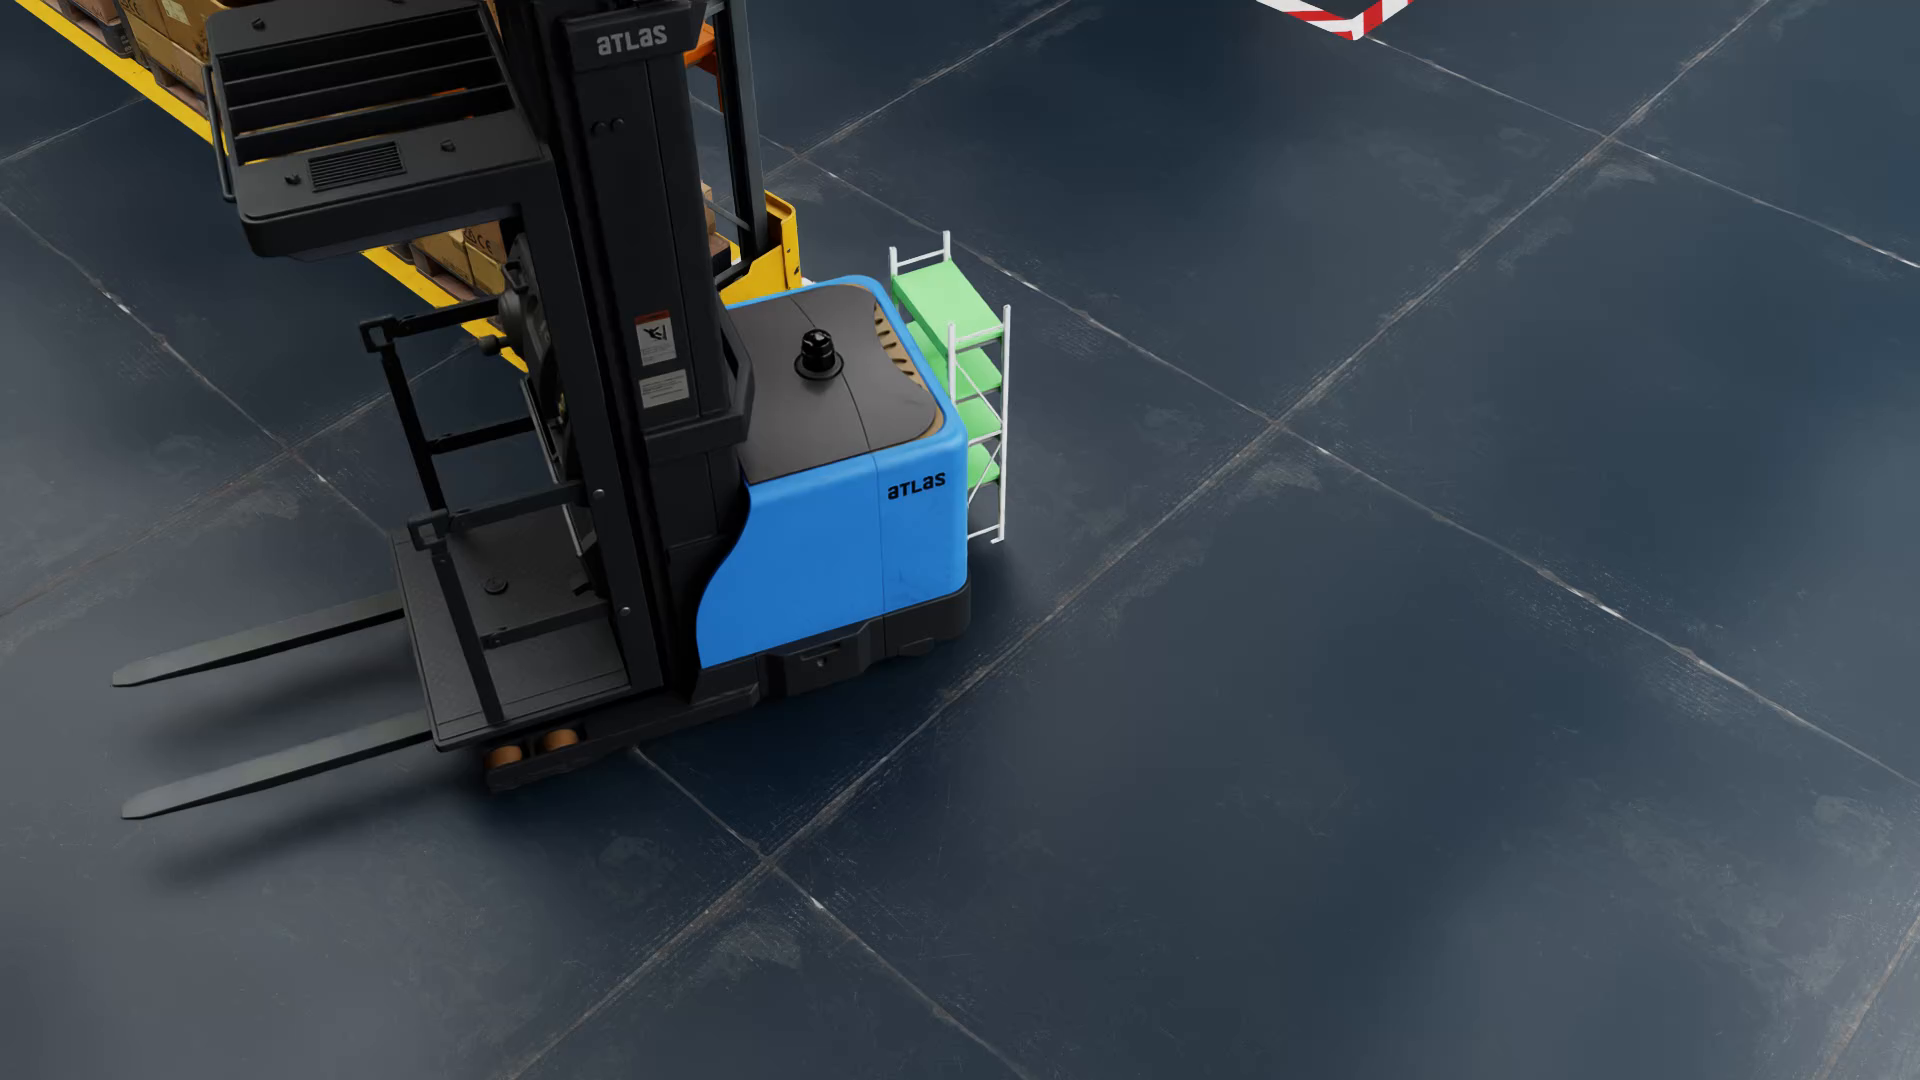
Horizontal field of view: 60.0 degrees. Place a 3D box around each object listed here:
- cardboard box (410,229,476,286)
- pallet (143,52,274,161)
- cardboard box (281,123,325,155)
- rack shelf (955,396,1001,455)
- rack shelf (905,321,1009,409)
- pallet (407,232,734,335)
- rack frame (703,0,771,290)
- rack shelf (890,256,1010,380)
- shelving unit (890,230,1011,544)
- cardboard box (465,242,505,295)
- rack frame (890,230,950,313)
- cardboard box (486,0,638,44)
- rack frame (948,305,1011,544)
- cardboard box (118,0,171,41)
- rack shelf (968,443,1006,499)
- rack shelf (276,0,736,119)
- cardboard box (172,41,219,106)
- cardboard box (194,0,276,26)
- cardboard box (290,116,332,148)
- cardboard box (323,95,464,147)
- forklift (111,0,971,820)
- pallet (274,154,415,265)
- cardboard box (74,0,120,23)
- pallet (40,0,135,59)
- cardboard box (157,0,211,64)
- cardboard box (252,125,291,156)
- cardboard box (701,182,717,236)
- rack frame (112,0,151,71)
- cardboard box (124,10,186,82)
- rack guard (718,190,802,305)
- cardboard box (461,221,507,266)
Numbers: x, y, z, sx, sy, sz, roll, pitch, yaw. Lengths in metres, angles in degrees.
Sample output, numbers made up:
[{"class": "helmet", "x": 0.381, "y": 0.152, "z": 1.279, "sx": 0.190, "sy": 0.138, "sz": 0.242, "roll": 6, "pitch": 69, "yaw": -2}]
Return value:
[{"class": "cardboard box", "x": -2.220, "y": -1.490, "z": 7.690, "sx": 0.500, "sy": 0.250, "sz": 0.500, "roll": 34, "pitch": 55, "yaw": 28}, {"class": "pallet", "x": -3.633, "y": -2.548, "z": 8.997, "sx": 1.213, "sy": 0.211, "sz": 1.003, "roll": 34, "pitch": 55, "yaw": 28}, {"class": "cardboard box", "x": -2.955, "y": -1.985, "z": 8.154, "sx": 0.500, "sy": 0.250, "sz": 0.500, "roll": 34, "pitch": 55, "yaw": 28}, {"class": "rack shelf", "x": -0.040, "y": -0.495, "z": 6.479, "sx": 0.258, "sy": 0.148, "sz": 0.480, "roll": -20, "pitch": 50, "yaw": -18}, {"class": "rack shelf", "x": -0.040, "y": -0.659, "z": 6.304, "sx": 0.258, "sy": 0.148, "sz": 0.480, "roll": -20, "pitch": 50, "yaw": -18}, {"class": "pallet", "x": -1.840, "y": -1.341, "z": 7.864, "sx": 1.213, "sy": 0.211, "sz": 1.003, "roll": 34, "pitch": 55, "yaw": 28}, {"class": "rack frame", "x": -1.250, "y": -1.940, "z": 6.514, "sx": 0.127, "sy": 3.000, "sz": 1.000, "roll": 34, "pitch": 55, "yaw": 28}, {"class": "rack shelf", "x": -0.040, "y": -0.823, "z": 6.129, "sx": 0.258, "sy": 0.148, "sz": 0.480, "roll": -20, "pitch": 50, "yaw": -18}, {"class": "shelving unit", "x": -0.040, "y": -0.539, "z": 6.433, "sx": 0.258, "sy": 1.200, "sz": 0.503, "roll": -20, "pitch": 50, "yaw": -18}, {"class": "cardboard box", "x": -1.845, "y": -1.249, "z": 7.464, "sx": 0.500, "sy": 0.250, "sz": 0.500, "roll": 34, "pitch": 55, "yaw": 28}, {"class": "rack frame", "x": -0.148, "y": -0.698, "z": 6.582, "sx": 0.240, "sy": 1.200, "sz": 0.015, "roll": -20, "pitch": 50, "yaw": -18}, {"class": "cardboard box", "x": -1.584, "y": -2.212, "z": 6.701, "sx": 0.500, "sy": 0.500, "sz": 0.700, "roll": 34, "pitch": 55, "yaw": 28}, {"class": "rack frame", "x": 0.068, "y": -0.379, "z": 6.283, "sx": 0.240, "sy": 1.200, "sz": 0.015, "roll": -20, "pitch": 50, "yaw": -18}, {"class": "cardboard box", "x": -4.061, "y": -2.980, "z": 8.574, "sx": 0.500, "sy": 0.500, "sz": 0.500, "roll": 34, "pitch": 55, "yaw": 28}, {"class": "rack shelf", "x": -0.040, "y": -0.331, "z": 6.654, "sx": 0.258, "sy": 0.148, "sz": 0.480, "roll": -20, "pitch": 50, "yaw": -18}, {"class": "rack shelf", "x": -2.720, "y": -2.683, "z": 7.705, "sx": 4.000, "sy": 0.370, "sz": 1.077, "roll": 34, "pitch": 55, "yaw": 28}, {"class": "cardboard box", "x": -3.690, "y": -2.479, "z": 8.618, "sx": 0.500, "sy": 0.250, "sz": 0.500, "roll": 34, "pitch": 55, "yaw": 28}, {"class": "cardboard box", "x": -3.326, "y": -2.486, "z": 8.110, "sx": 0.500, "sy": 0.500, "sz": 0.500, "roll": 34, "pitch": 55, "yaw": 28}, {"class": "cardboard box", "x": -2.957, "y": -2.239, "z": 7.879, "sx": 0.500, "sy": 0.500, "sz": 0.500, "roll": 34, "pitch": 55, "yaw": 28}, {"class": "cardboard box", "x": -2.591, "y": -1.992, "z": 7.646, "sx": 0.500, "sy": 0.500, "sz": 0.500, "roll": 34, "pitch": 55, "yaw": 28}, {"class": "forklift", "x": -1.528, "y": -0.554, "z": 5.260, "sx": 3.031, "sy": 2.935, "sz": 1.130, "roll": -16, "pitch": 49, "yaw": -15}, {"class": "pallet", "x": -2.733, "y": -1.944, "z": 8.431, "sx": 1.213, "sy": 0.211, "sz": 1.003, "roll": 34, "pitch": 55, "yaw": 28}, {"class": "cardboard box", "x": -4.691, "y": -3.170, "z": 9.267, "sx": 0.500, "sy": 0.250, "sz": 0.500, "roll": 33, "pitch": 55, "yaw": 27}, {"class": "pallet", "x": -4.757, "y": -3.307, "z": 9.710, "sx": 1.213, "sy": 0.211, "sz": 1.003, "roll": 34, "pitch": 55, "yaw": 28}, {"class": "cardboard box", "x": -3.688, "y": -2.737, "z": 8.346, "sx": 0.500, "sy": 0.500, "sz": 0.500, "roll": 34, "pitch": 55, "yaw": 28}, {"class": "cardboard box", "x": -3.326, "y": -2.229, "z": 8.383, "sx": 0.500, "sy": 0.250, "sz": 0.500, "roll": 34, "pitch": 55, "yaw": 28}, {"class": "cardboard box", "x": -1.493, "y": -1.527, "z": 7.724, "sx": 0.500, "sy": 0.250, "sz": 0.500, "roll": 34, "pitch": 55, "yaw": 28}, {"class": "rack frame", "x": -4.189, "y": -3.918, "z": 8.371, "sx": 0.127, "sy": 3.000, "sz": 1.000, "roll": 34, "pitch": 55, "yaw": 28}, {"class": "cardboard box", "x": -4.054, "y": -2.729, "z": 8.852, "sx": 0.500, "sy": 0.250, "sz": 0.500, "roll": 34, "pitch": 55, "yaw": 28}, {"class": "rack guard", "x": -1.232, "y": -1.072, "z": 7.414, "sx": 0.348, "sy": 0.500, "sz": 1.175, "roll": 34, "pitch": 55, "yaw": 28}, {"class": "cardboard box", "x": -1.846, "y": -1.505, "z": 7.189, "sx": 0.500, "sy": 0.500, "sz": 0.500, "roll": 34, "pitch": 55, "yaw": 28}]
